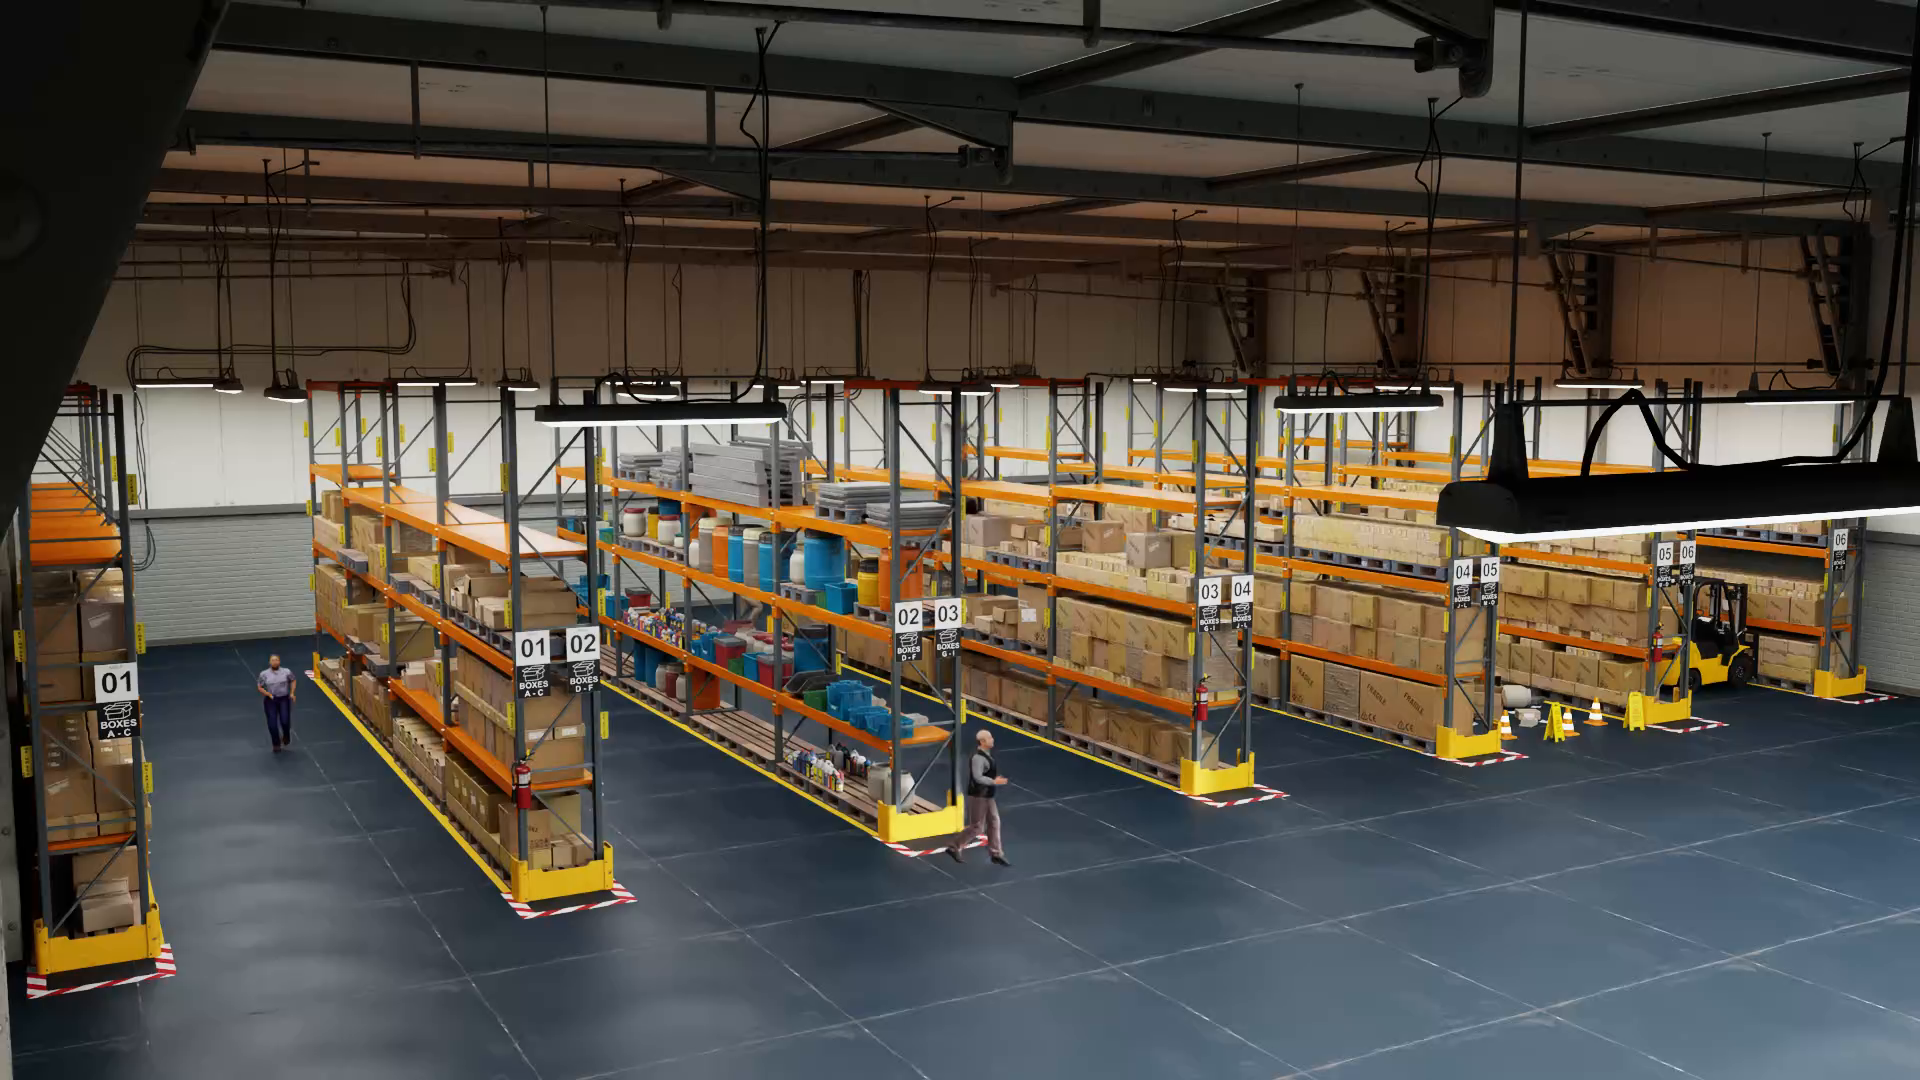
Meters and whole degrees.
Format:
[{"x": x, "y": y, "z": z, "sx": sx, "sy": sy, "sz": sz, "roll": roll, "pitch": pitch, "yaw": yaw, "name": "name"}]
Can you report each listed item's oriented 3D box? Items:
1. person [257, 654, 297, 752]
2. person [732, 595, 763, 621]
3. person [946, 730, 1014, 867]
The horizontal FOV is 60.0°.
[{"x": -11.109, "y": 2.660, "z": 27.078, "sx": 0.599, "sy": 1.608, "sz": 0.539, "roll": -3, "pitch": 7, "yaw": -23, "name": "person"}, {"x": -4.981, "y": 1.337, "z": 39.121, "sx": 0.901, "sy": 1.678, "sz": 0.646, "roll": -3, "pitch": 7, "yaw": -25, "name": "person"}, {"x": 0.251, "y": 3.254, "z": 20.910, "sx": 0.846, "sy": 1.759, "sz": 0.673, "roll": 1, "pitch": 6, "yaw": 9, "name": "person"}]
